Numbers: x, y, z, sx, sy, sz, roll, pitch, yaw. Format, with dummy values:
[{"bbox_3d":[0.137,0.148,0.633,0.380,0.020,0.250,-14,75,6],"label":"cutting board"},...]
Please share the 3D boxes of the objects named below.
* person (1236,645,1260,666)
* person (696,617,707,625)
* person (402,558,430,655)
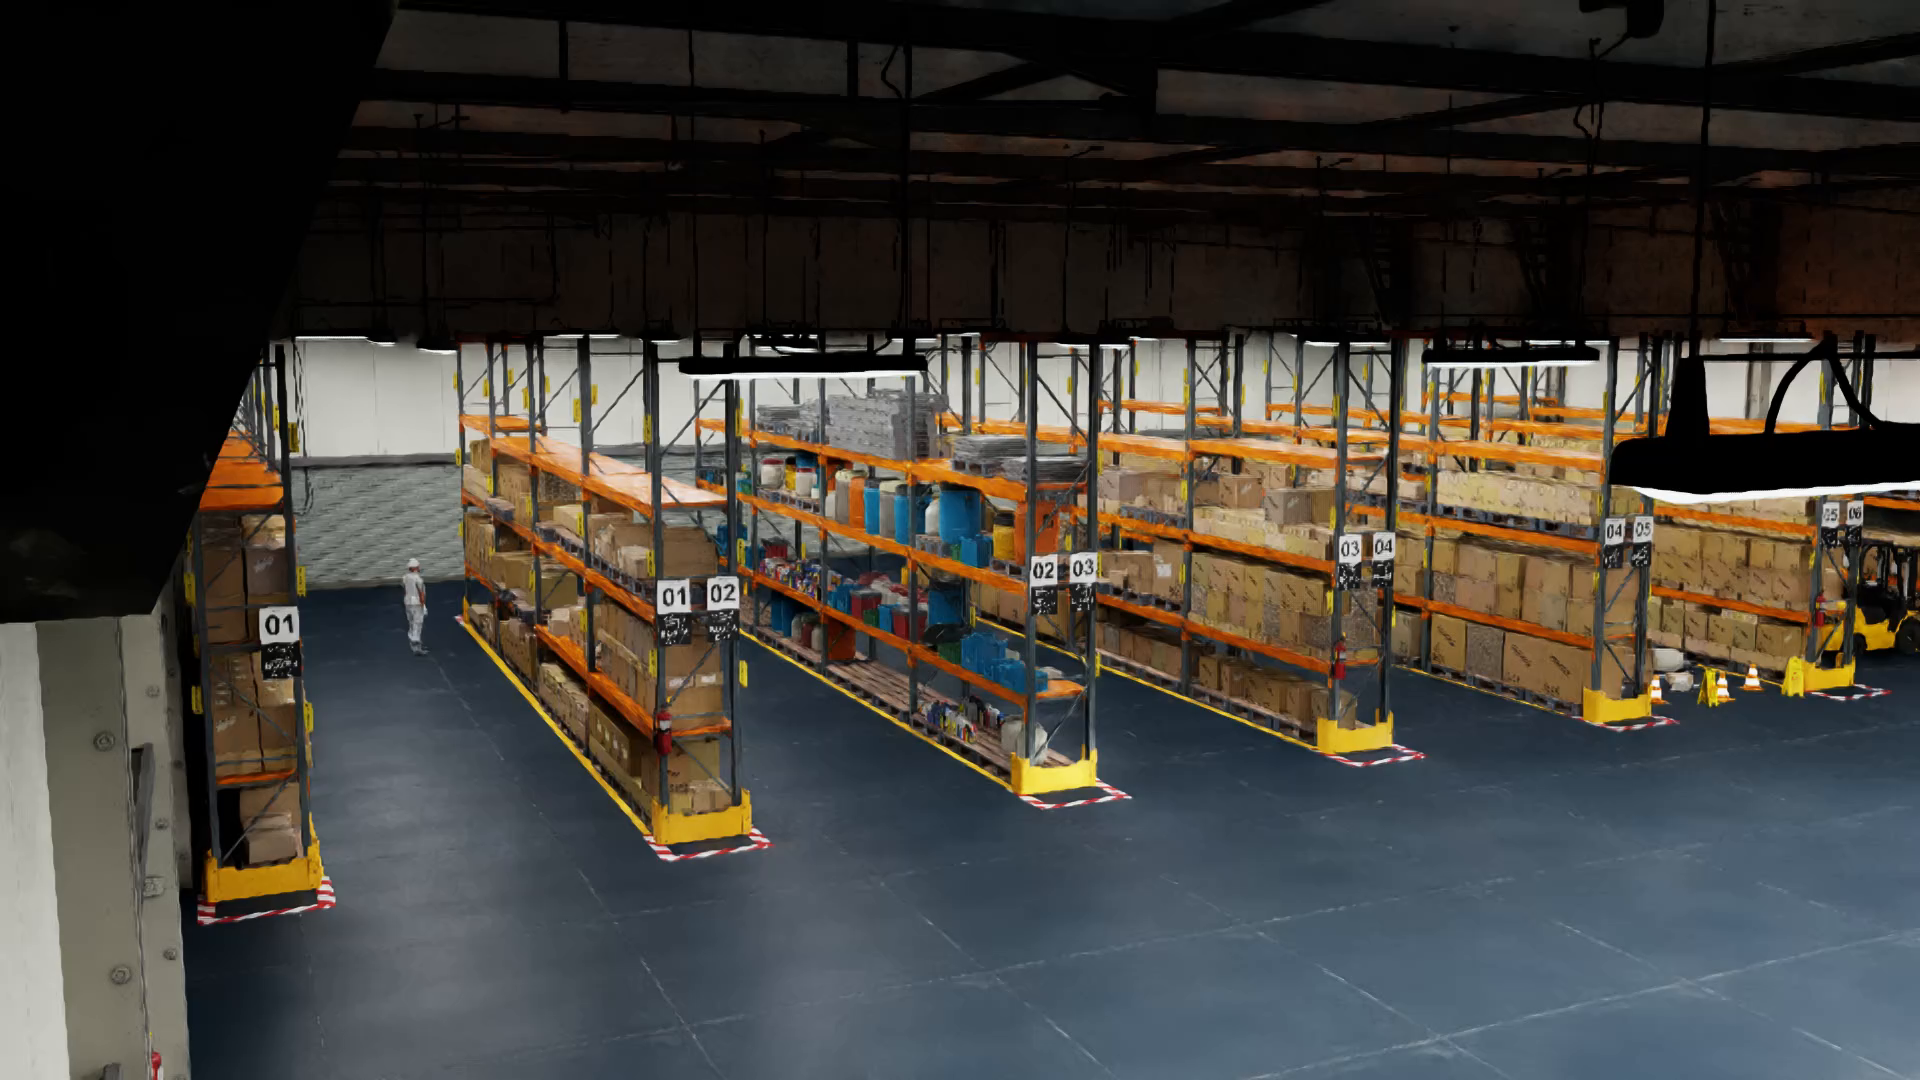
[{"bbox_3d":[5.148,1.441,29.871,0.589,1.731,0.450,5,9,34],"label":"person"},{"bbox_3d":[-5.041,1.202,32.184,0.639,1.628,0.512,-4,9,-26],"label":"person"},{"bbox_3d":[-10.188,1.230,31.217,0.601,1.780,0.454,6,10,37],"label":"person"}]
